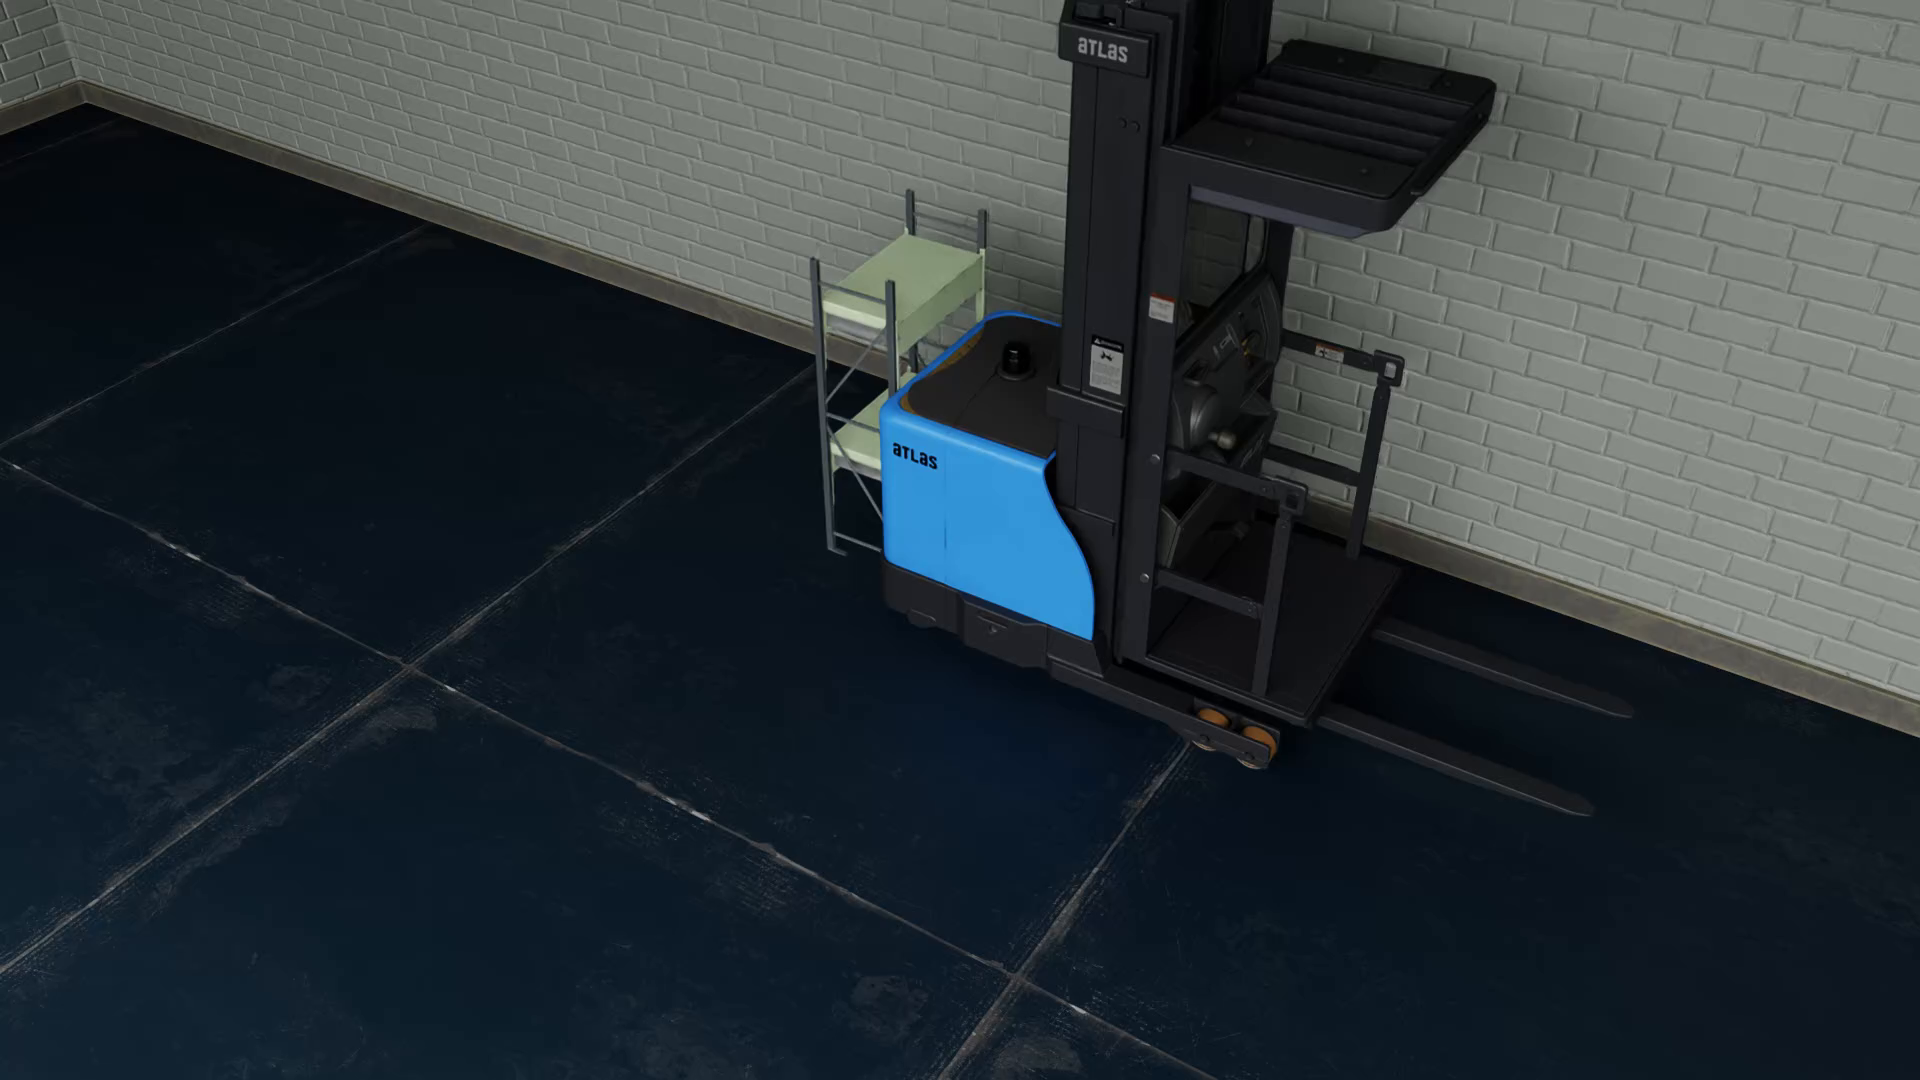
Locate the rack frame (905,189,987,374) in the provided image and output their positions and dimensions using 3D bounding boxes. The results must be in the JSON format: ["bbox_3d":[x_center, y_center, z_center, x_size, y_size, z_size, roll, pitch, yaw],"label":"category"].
[{"bbox_3d":[-0.062,-0.878,7.660,0.400,1.500,0.023,20,42,24],"label":"rack frame"}]

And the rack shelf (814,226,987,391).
[{"bbox_3d":[-0.249,-0.995,7.173,0.431,0.370,0.720,20,42,24],"label":"rack shelf"}]

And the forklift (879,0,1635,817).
[{"bbox_3d":[1.183,-0.629,6.165,3.031,2.935,1.130,20,42,24],"label":"forklift"}]

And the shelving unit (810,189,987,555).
[{"bbox_3d":[-0.249,-0.686,7.411,0.431,1.500,0.755,20,42,24],"label":"shelving unit"}]

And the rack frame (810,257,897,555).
[{"bbox_3d":[-0.436,-0.494,7.162,0.400,1.500,0.023,20,42,24],"label":"rack frame"}]

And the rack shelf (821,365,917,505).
[{"bbox_3d":[-0.249,-0.427,7.610,0.431,0.370,0.720,20,42,24],"label":"rack shelf"}]
